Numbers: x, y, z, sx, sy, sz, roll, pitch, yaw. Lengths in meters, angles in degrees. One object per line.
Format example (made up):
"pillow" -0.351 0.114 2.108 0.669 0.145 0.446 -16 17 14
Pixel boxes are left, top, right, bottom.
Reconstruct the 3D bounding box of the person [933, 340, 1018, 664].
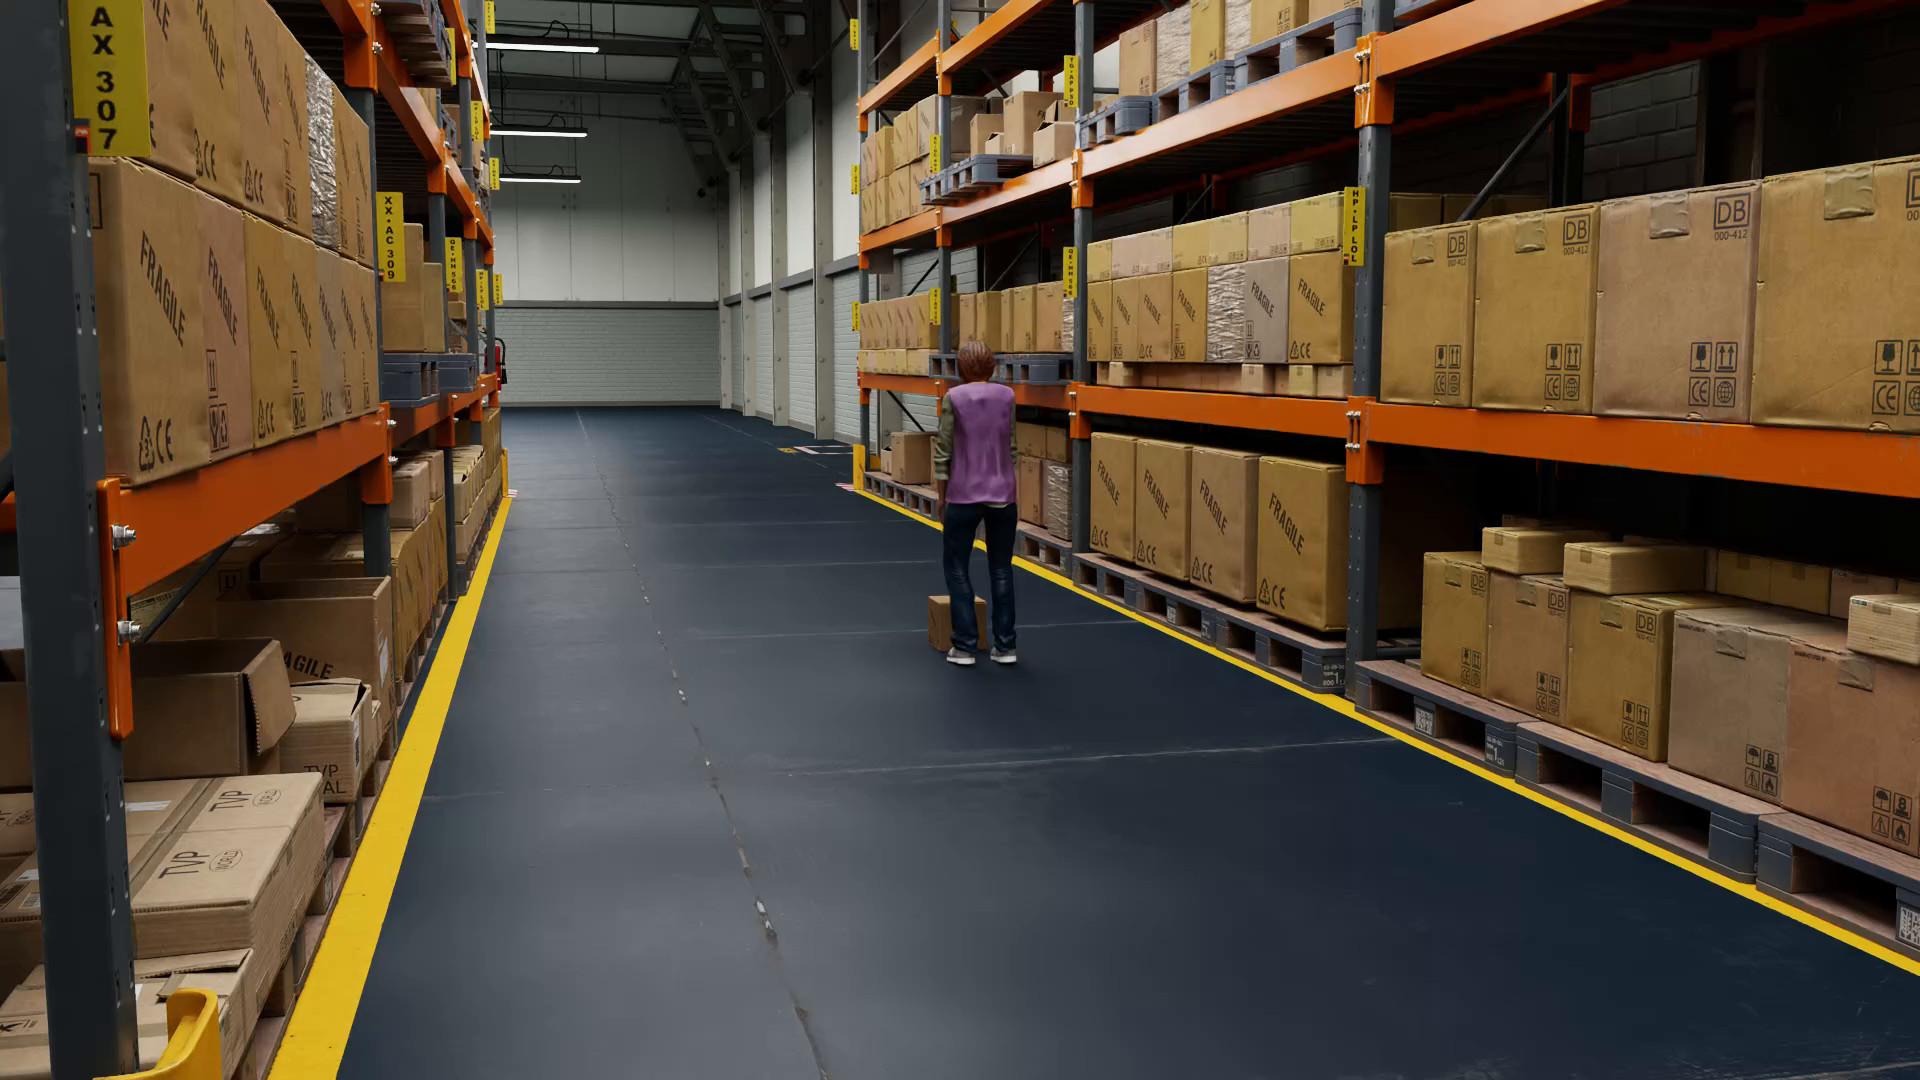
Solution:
"person" 0.079 -0.166 8.073 0.417 1.562 0.341 -1 6 -12
